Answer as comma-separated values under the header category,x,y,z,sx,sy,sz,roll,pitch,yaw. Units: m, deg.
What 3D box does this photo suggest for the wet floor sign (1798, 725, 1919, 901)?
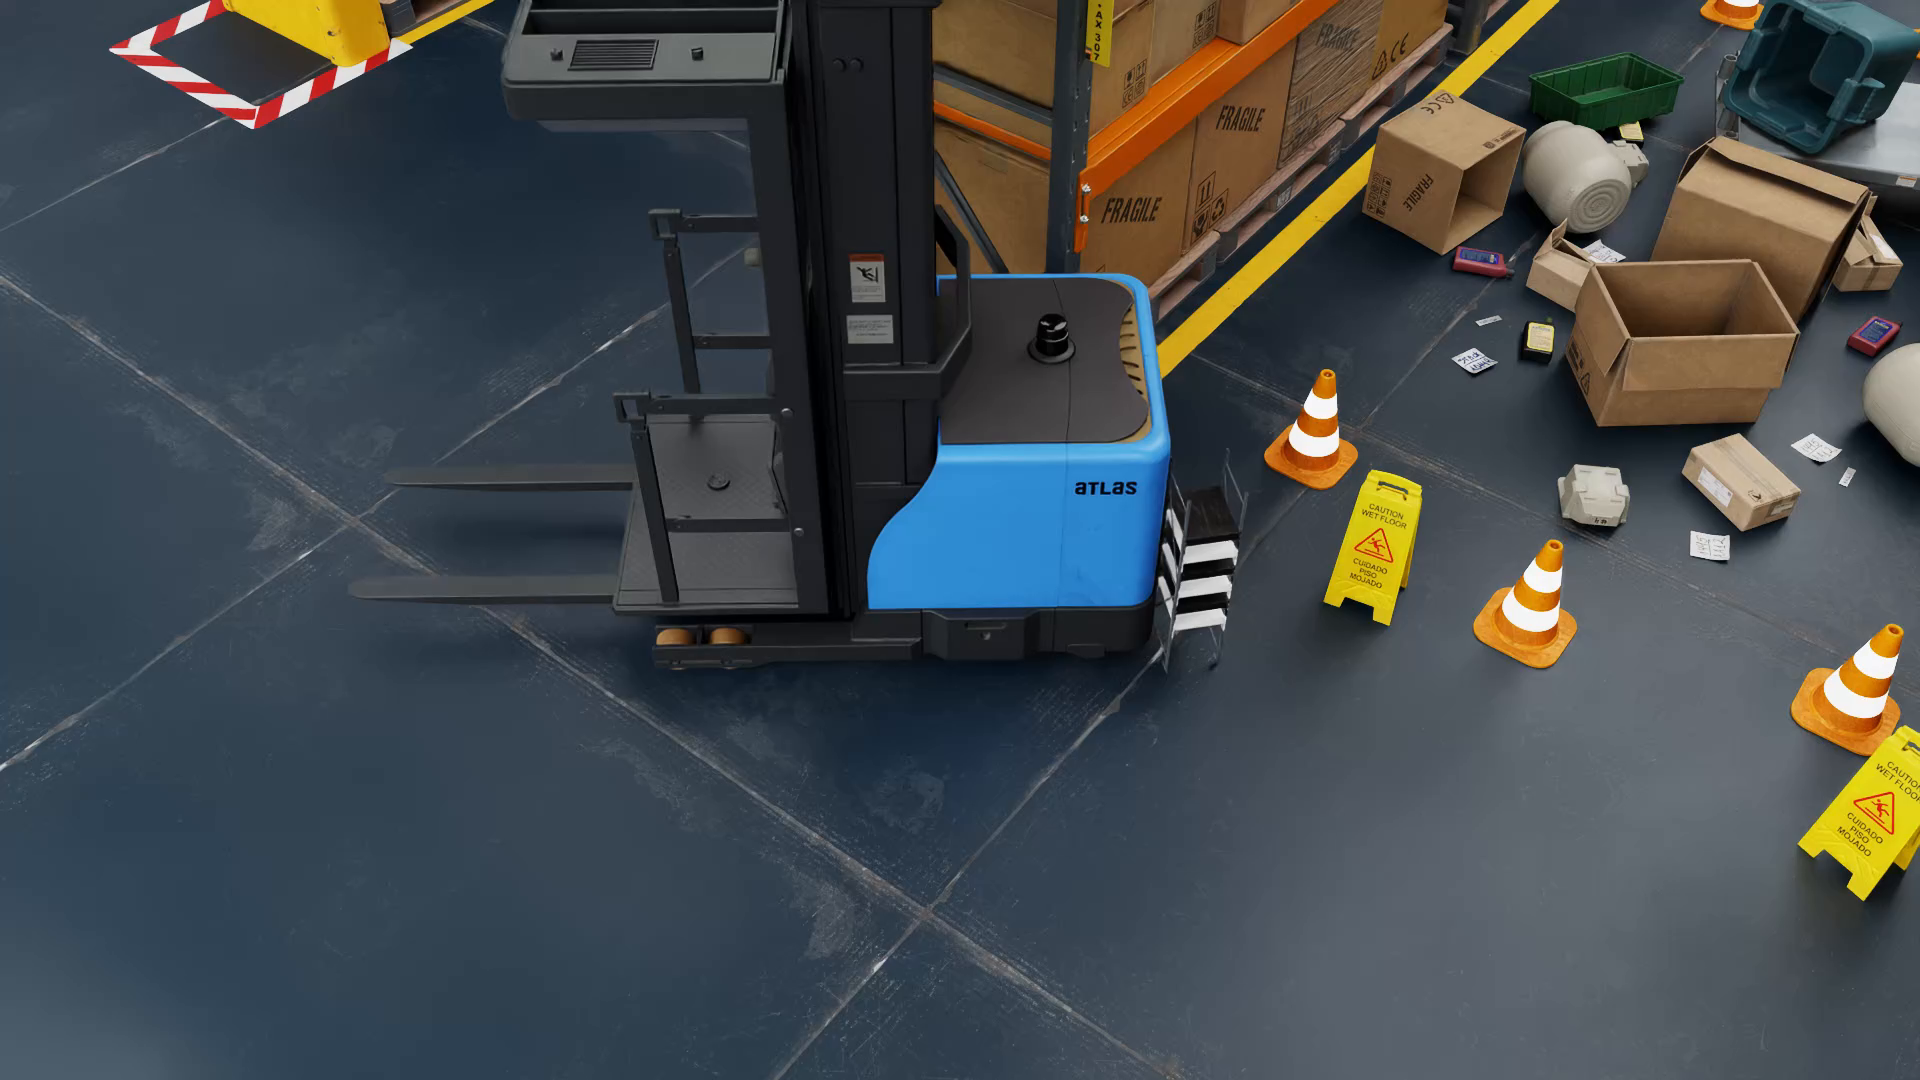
category,x,y,z,sx,sy,sz,roll,pitch,yaw
wet floor sign,3.062,0.866,5.477,0.232,0.644,0.267,-25,51,-22

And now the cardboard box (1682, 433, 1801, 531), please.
category,x,y,z,sx,sy,sz,roll,pitch,yaw
cardboard box,3.228,-0.241,6.878,0.250,0.149,0.380,-17,49,-15

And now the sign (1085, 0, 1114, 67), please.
category,x,y,z,sx,sy,sz,roll,pitch,yaw
sign,0.482,-1.791,5.733,0.100,0.325,0.005,29,53,25

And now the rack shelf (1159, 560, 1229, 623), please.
category,x,y,z,sx,sy,sz,roll,pitch,yaw
rack shelf,0.856,0.174,6.132,0.200,0.077,0.258,-8,47,-7

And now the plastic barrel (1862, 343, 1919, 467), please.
category,x,y,z,sx,sy,sz,roll,pitch,yaw
plastic barrel,4.090,-0.545,6.978,0.421,0.421,0.512,-9,47,-8

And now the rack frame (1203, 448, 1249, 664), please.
category,x,y,z,sx,sy,sz,roll,pitch,yaw
rack frame,0.956,0.075,6.056,0.006,0.900,0.240,-8,47,-7

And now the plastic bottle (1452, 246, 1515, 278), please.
category,x,y,z,sx,sy,sz,roll,pitch,yaw
plastic bottle,2.517,-1.328,7.977,0.283,0.061,0.133,13,48,12

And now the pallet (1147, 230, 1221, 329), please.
category,x,y,z,sx,sy,sz,roll,pitch,yaw
pallet,0.473,-1.243,7.791,1.003,0.211,1.213,29,53,25

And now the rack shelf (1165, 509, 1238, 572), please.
category,x,y,z,sx,sy,sz,roll,pitch,yaw
rack shelf,0.856,-0.013,5.937,0.200,0.077,0.258,-8,47,-7

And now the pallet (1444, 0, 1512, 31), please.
category,x,y,z,sx,sy,sz,roll,pitch,yaw
pallet,2.904,-3.514,9.961,1.003,0.211,1.213,29,53,25

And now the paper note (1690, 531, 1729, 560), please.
category,x,y,z,sx,sy,sz,roll,pitch,yaw
paper note,3.028,0.021,6.708,0.148,0.019,0.142,13,48,12

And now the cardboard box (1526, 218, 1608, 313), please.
category,x,y,z,sx,sy,sz,roll,pitch,yaw
cardboard box,2.899,-1.260,7.770,0.258,0.266,0.396,-33,55,-28

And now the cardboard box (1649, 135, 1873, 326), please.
category,x,y,z,sx,sy,sz,roll,pitch,yaw
cardboard box,3.661,-1.431,7.675,0.797,0.637,0.503,29,53,25

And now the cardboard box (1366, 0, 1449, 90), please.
category,x,y,z,sx,sy,sz,roll,pitch,yaw
cardboard box,2.052,-3.085,8.801,0.875,0.875,0.875,30,53,26

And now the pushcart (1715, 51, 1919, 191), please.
category,x,y,z,sx,sy,sz,roll,pitch,yaw
pushcart,4.636,-1.946,8.348,1.648,0.377,0.936,13,48,12

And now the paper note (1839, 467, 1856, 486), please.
category,x,y,z,sx,sy,sz,roll,pitch,yaw
paper note,3.735,-0.266,6.997,0.032,0.001,0.123,29,53,25

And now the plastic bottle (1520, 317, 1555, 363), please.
category,x,y,z,sx,sy,sz,roll,pitch,yaw
plastic bottle,2.641,-0.925,7.592,0.133,0.061,0.283,13,48,12

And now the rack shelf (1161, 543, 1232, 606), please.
category,x,y,z,sx,sy,sz,roll,pitch,yaw
rack shelf,0.856,0.111,6.067,0.200,0.077,0.258,-8,47,-7

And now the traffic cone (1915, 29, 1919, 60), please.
category,x,y,z,sx,sy,sz,roll,pitch,yaw
traffic cone,5.507,-2.932,9.231,0.336,0.463,0.334,29,53,25

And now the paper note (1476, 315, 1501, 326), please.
category,x,y,z,sx,sy,sz,roll,pitch,yaw
paper note,2.454,-1.018,7.716,0.123,0.001,0.032,-17,49,-15

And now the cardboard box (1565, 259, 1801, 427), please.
category,x,y,z,sx,sy,sz,roll,pitch,yaw
cardboard box,3.096,-0.845,7.210,0.797,0.503,0.637,-2,46,-2

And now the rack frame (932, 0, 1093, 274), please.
category,x,y,z,sx,sy,sz,roll,pitch,yaw
rack frame,0.046,-1.714,6.313,1.000,3.000,0.127,29,53,25

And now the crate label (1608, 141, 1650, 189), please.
category,x,y,z,sx,sy,sz,roll,pitch,yaw
crate label,3.351,-1.923,8.492,0.298,0.136,0.250,-2,46,-2

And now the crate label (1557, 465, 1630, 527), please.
category,x,y,z,sx,sy,sz,roll,pitch,yaw
crate label,2.613,-0.184,6.831,0.250,0.136,0.298,6,47,5

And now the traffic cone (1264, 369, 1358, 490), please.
category,x,y,z,sx,sy,sz,roll,pitch,yaw
traffic cone,1.495,-0.514,6.921,0.336,0.463,0.334,29,53,25

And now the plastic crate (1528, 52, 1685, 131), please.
category,x,y,z,sx,sy,sz,roll,pitch,yaw
plastic crate,3.422,-2.373,8.847,0.662,0.188,0.450,-17,39,-15

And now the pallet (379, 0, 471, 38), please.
category,x,y,z,sx,sy,sz,roll,pitch,yaw
pallet,-3.246,-3.494,9.942,1.003,0.211,1.213,29,53,25

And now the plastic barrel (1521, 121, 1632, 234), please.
category,x,y,z,sx,sy,sz,roll,pitch,yaw
plastic barrel,3.012,-1.785,8.163,0.421,0.421,0.512,-9,47,-8

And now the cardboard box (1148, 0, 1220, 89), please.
category,x,y,z,sx,sy,sz,roll,pitch,yaw
cardboard box,0.556,-2.322,6.790,0.875,0.550,0.550,29,53,25

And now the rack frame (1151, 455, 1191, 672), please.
category,x,y,z,sx,sy,sz,roll,pitch,yaw
rack frame,0.757,0.102,6.030,0.006,0.900,0.240,-8,47,-7

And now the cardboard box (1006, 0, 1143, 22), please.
category,x,y,z,sx,sy,sz,roll,pitch,yaw
cardboard box,0.304,-2.334,6.055,0.875,0.550,0.550,29,53,25

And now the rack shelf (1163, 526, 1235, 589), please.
category,x,y,z,sx,sy,sz,roll,pitch,yaw
rack shelf,0.856,0.049,6.002,0.200,0.077,0.258,-8,47,-7

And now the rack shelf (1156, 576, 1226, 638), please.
category,x,y,z,sx,sy,sz,roll,pitch,yaw
rack shelf,0.856,0.236,6.198,0.200,0.077,0.258,-8,47,-7

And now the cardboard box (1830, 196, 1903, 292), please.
category,x,y,z,sx,sy,sz,roll,pitch,yaw
cardboard box,4.274,-1.410,7.914,0.258,0.266,0.396,-2,46,-2

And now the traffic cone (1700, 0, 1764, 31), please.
category,x,y,z,sx,sy,sz,roll,pitch,yaw
traffic cone,4.507,-3.226,9.512,0.336,0.463,0.334,29,53,25

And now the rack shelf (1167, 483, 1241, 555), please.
category,x,y,z,sx,sy,sz,roll,pitch,yaw
rack shelf,0.856,-0.075,5.872,0.200,0.077,0.258,-8,47,-7

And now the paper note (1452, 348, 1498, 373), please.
category,x,y,z,sx,sy,sz,roll,pitch,yaw
paper note,2.323,-0.811,7.504,0.142,0.017,0.144,-25,51,-22

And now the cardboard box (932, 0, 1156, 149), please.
category,x,y,z,sx,sy,sz,roll,pitch,yaw
cardboard box,0.237,-1.998,6.481,0.875,0.550,0.550,29,53,25

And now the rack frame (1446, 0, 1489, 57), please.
category,x,y,z,sx,sy,sz,roll,pitch,yaw
rack frame,2.492,-4.003,8.499,1.000,3.000,0.127,29,53,25

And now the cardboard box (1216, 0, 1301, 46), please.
category,x,y,z,sx,sy,sz,roll,pitch,yaw
cardboard box,0.998,-2.587,7.043,0.875,0.550,0.550,29,53,25

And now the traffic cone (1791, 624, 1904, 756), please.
category,x,y,z,sx,sy,sz,roll,pitch,yaw
traffic cone,3.267,0.477,5.975,0.336,0.463,0.334,29,53,25

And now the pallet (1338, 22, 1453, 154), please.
category,x,y,z,sx,sy,sz,roll,pitch,yaw
pallet,1.965,-2.639,9.125,1.003,0.211,1.213,29,53,25

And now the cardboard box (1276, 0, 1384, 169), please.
category,x,y,z,sx,sy,sz,roll,pitch,yaw
cardboard box,1.504,-2.567,8.307,0.875,0.875,0.875,30,53,25

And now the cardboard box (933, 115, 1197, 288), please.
category,x,y,z,sx,sy,sz,roll,pitch,yaw
cardboard box,0.409,-1.542,7.328,0.875,0.875,0.875,29,53,25

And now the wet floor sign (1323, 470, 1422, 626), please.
category,x,y,z,sx,sy,sz,roll,pitch,yaw
wet floor sign,1.596,-0.009,6.312,0.267,0.644,0.232,21,50,19

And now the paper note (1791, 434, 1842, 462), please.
category,x,y,z,sx,sy,sz,roll,pitch,yaw
paper note,3.666,-0.394,7.114,0.142,0.019,0.148,-25,51,-22

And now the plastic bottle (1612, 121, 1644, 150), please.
category,x,y,z,sx,sy,sz,roll,pitch,yaw
plastic bottle,3.517,-2.162,8.773,0.133,0.061,0.283,6,47,5

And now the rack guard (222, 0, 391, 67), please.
category,x,y,z,sx,sy,sz,roll,pitch,yaw
rack guard,-3.770,-3.145,9.408,1.175,0.500,0.348,29,53,25

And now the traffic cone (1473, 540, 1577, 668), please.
category,x,y,z,sx,sy,sz,roll,pitch,yaw
traffic cone,2.181,0.180,6.258,0.336,0.463,0.334,29,53,25

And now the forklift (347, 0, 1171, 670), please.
category,x,y,z,sx,sy,sz,roll,pitch,yaw
forklift,-0.794,-0.910,5.593,3.031,2.935,1.130,-1,46,-1

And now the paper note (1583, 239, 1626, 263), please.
category,x,y,z,sx,sy,sz,roll,pitch,yaw
paper note,3.110,-1.388,8.061,0.155,0.023,0.172,-25,51,-22

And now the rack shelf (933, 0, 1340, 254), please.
category,x,y,z,sx,sy,sz,roll,pitch,yaw
rack shelf,1.269,-2.610,7.666,1.077,0.370,4.000,29,53,25

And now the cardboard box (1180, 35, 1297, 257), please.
category,x,y,z,sx,sy,sz,roll,pitch,yaw
cardboard box,0.945,-2.047,7.810,0.875,0.875,0.875,28,53,24

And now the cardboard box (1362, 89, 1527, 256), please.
category,x,y,z,sx,sy,sz,roll,pitch,yaw
cardboard box,2.355,-1.798,8.120,0.500,0.500,0.500,-33,55,-28

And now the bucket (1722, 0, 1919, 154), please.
category,x,y,z,sx,sy,sz,roll,pitch,yaw
bucket,4.233,-2.300,8.085,0.620,0.611,0.726,-17,48,-29

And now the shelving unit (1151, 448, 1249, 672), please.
category,x,y,z,sx,sy,sz,roll,pitch,yaw
shelving unit,0.856,0.088,6.043,0.210,0.900,0.258,-8,47,-7

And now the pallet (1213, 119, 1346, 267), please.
category,x,y,z,sx,sy,sz,roll,pitch,yaw
pallet,1.220,-1.938,8.455,1.003,0.211,1.213,29,53,25

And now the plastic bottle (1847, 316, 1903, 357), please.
category,x,y,z,sx,sy,sz,roll,pitch,yaw
plastic bottle,4.198,-0.948,7.613,0.283,0.061,0.133,-33,55,-28
